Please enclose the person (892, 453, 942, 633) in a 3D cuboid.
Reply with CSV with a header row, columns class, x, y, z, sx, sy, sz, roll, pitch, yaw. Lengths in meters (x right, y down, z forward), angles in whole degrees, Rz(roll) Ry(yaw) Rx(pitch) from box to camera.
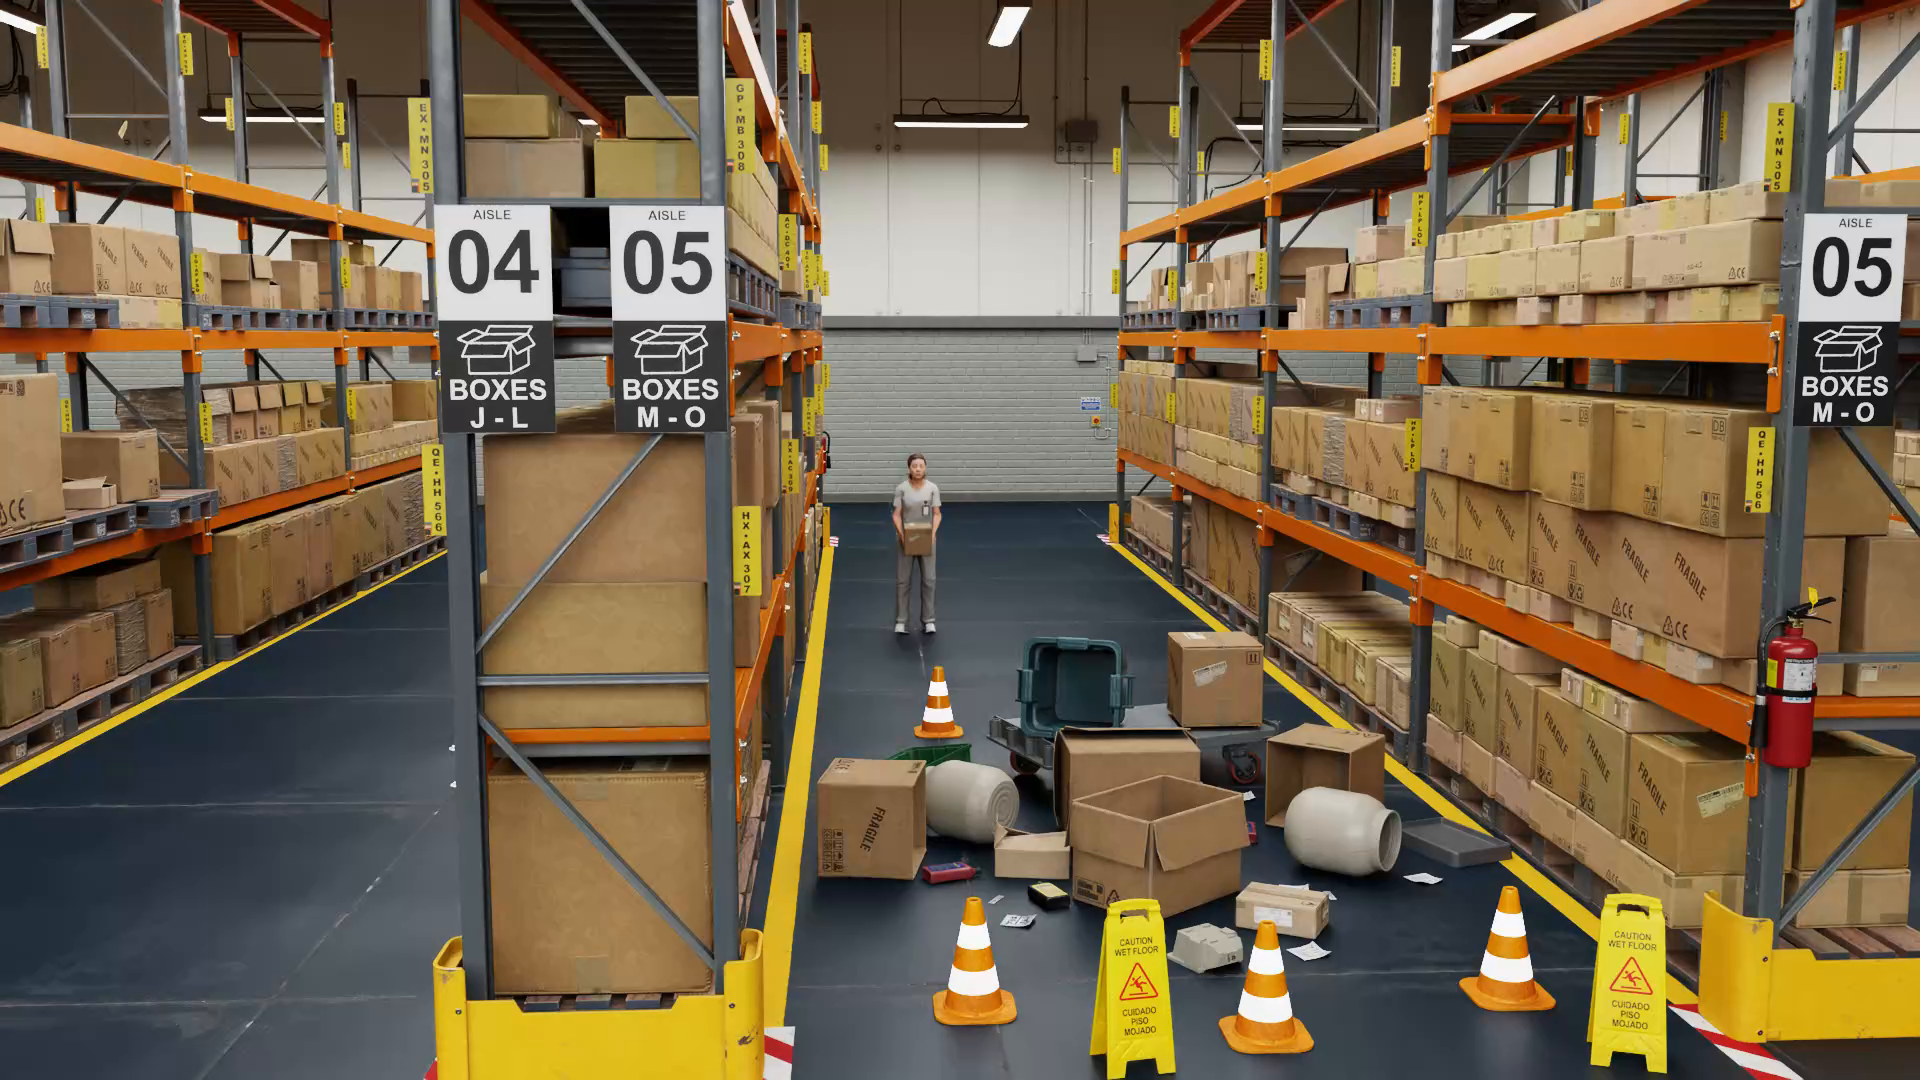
class,x,y,z,sx,sy,sz,roll,pitch,yaw
person,-0.399,0.029,15.505,0.464,1.675,0.475,0,7,-4
